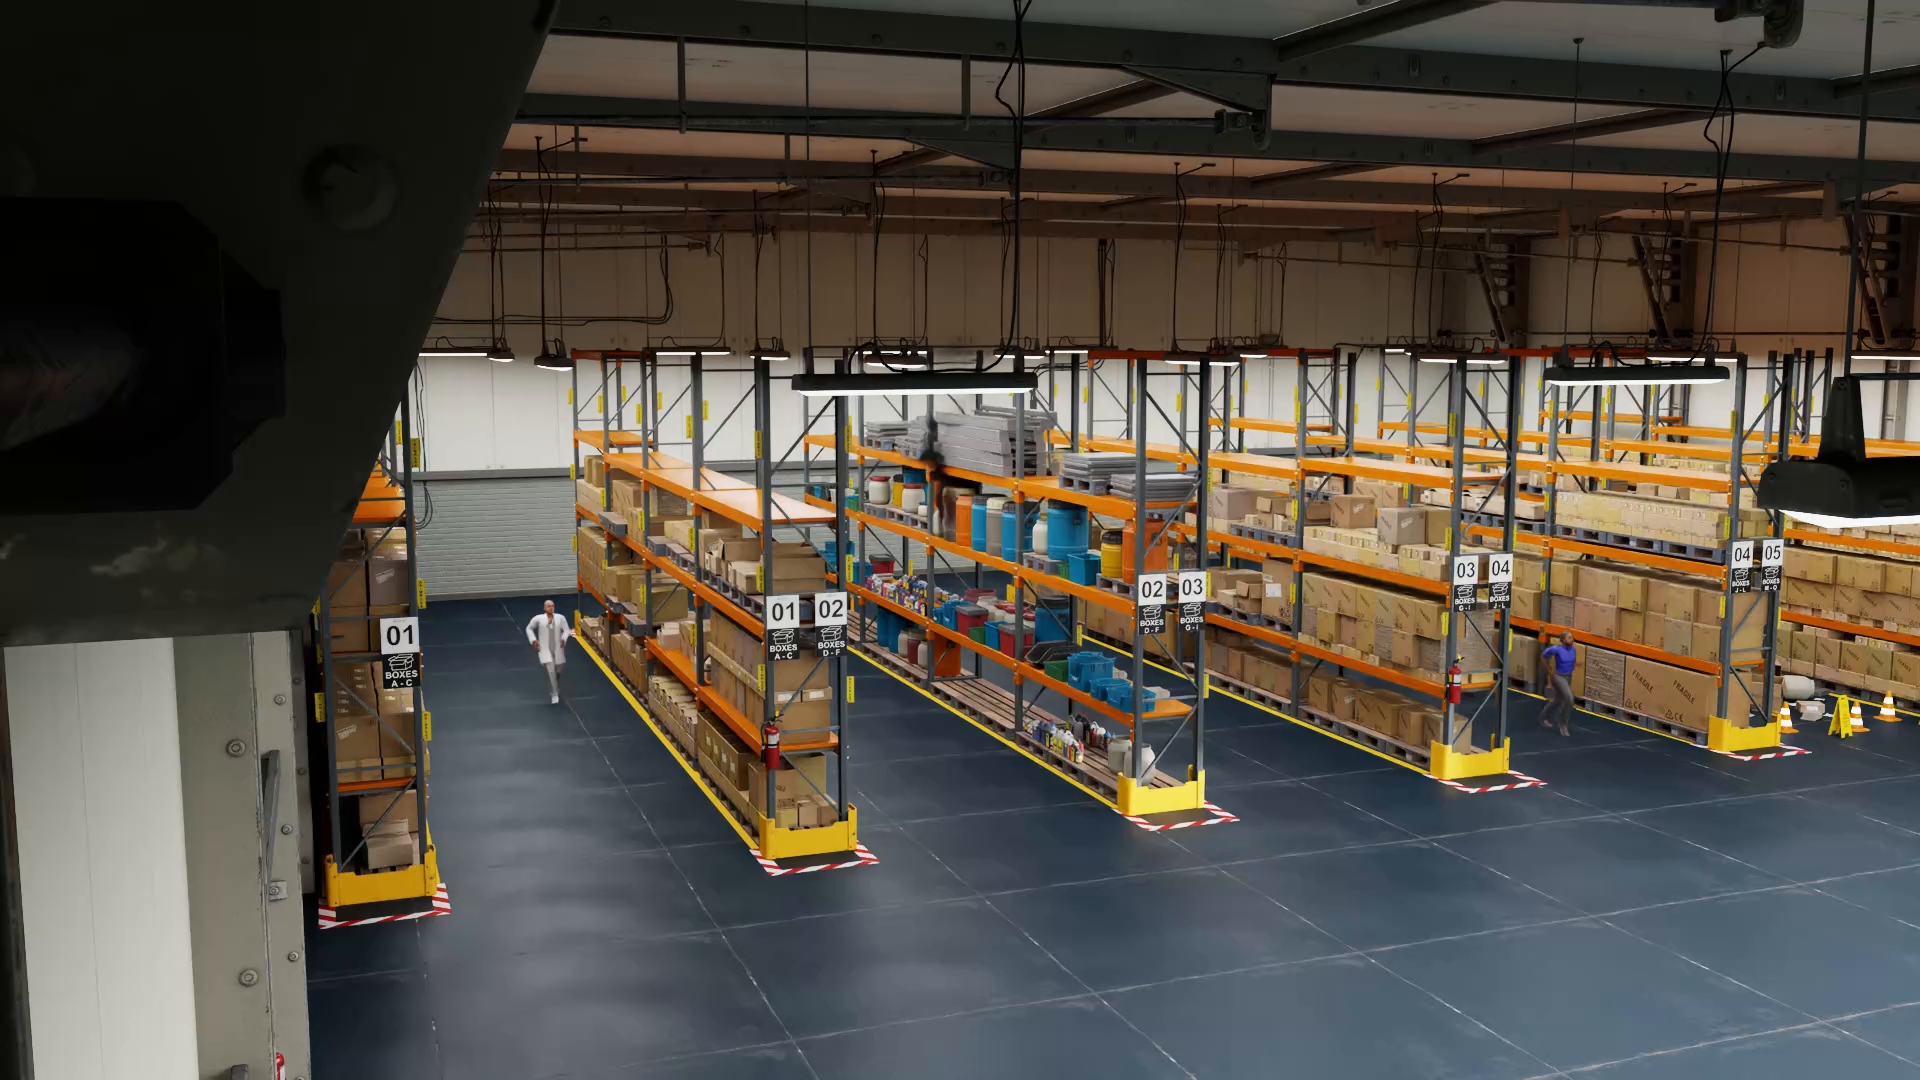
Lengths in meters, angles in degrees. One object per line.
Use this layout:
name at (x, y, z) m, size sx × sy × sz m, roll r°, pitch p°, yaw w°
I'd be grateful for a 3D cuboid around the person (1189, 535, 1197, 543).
person at (5.933, 0.388, 41.562) m, size 0.818 × 1.662 × 0.662 m, roll -1°, pitch 7°, yaw -5°

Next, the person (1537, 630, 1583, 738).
person at (9.515, 2.259, 26.370) m, size 0.555 × 1.693 × 0.788 m, roll -5°, pitch 8°, yaw -33°

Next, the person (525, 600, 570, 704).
person at (-7.087, 1.902, 28.709) m, size 0.742 × 1.748 × 0.866 m, roll -4°, pitch 8°, yaw -27°

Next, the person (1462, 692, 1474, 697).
person at (8.844, 1.925, 29.219) m, size 0.614 × 1.609 × 0.575 m, roll -3°, pitch 8°, yaw -26°
